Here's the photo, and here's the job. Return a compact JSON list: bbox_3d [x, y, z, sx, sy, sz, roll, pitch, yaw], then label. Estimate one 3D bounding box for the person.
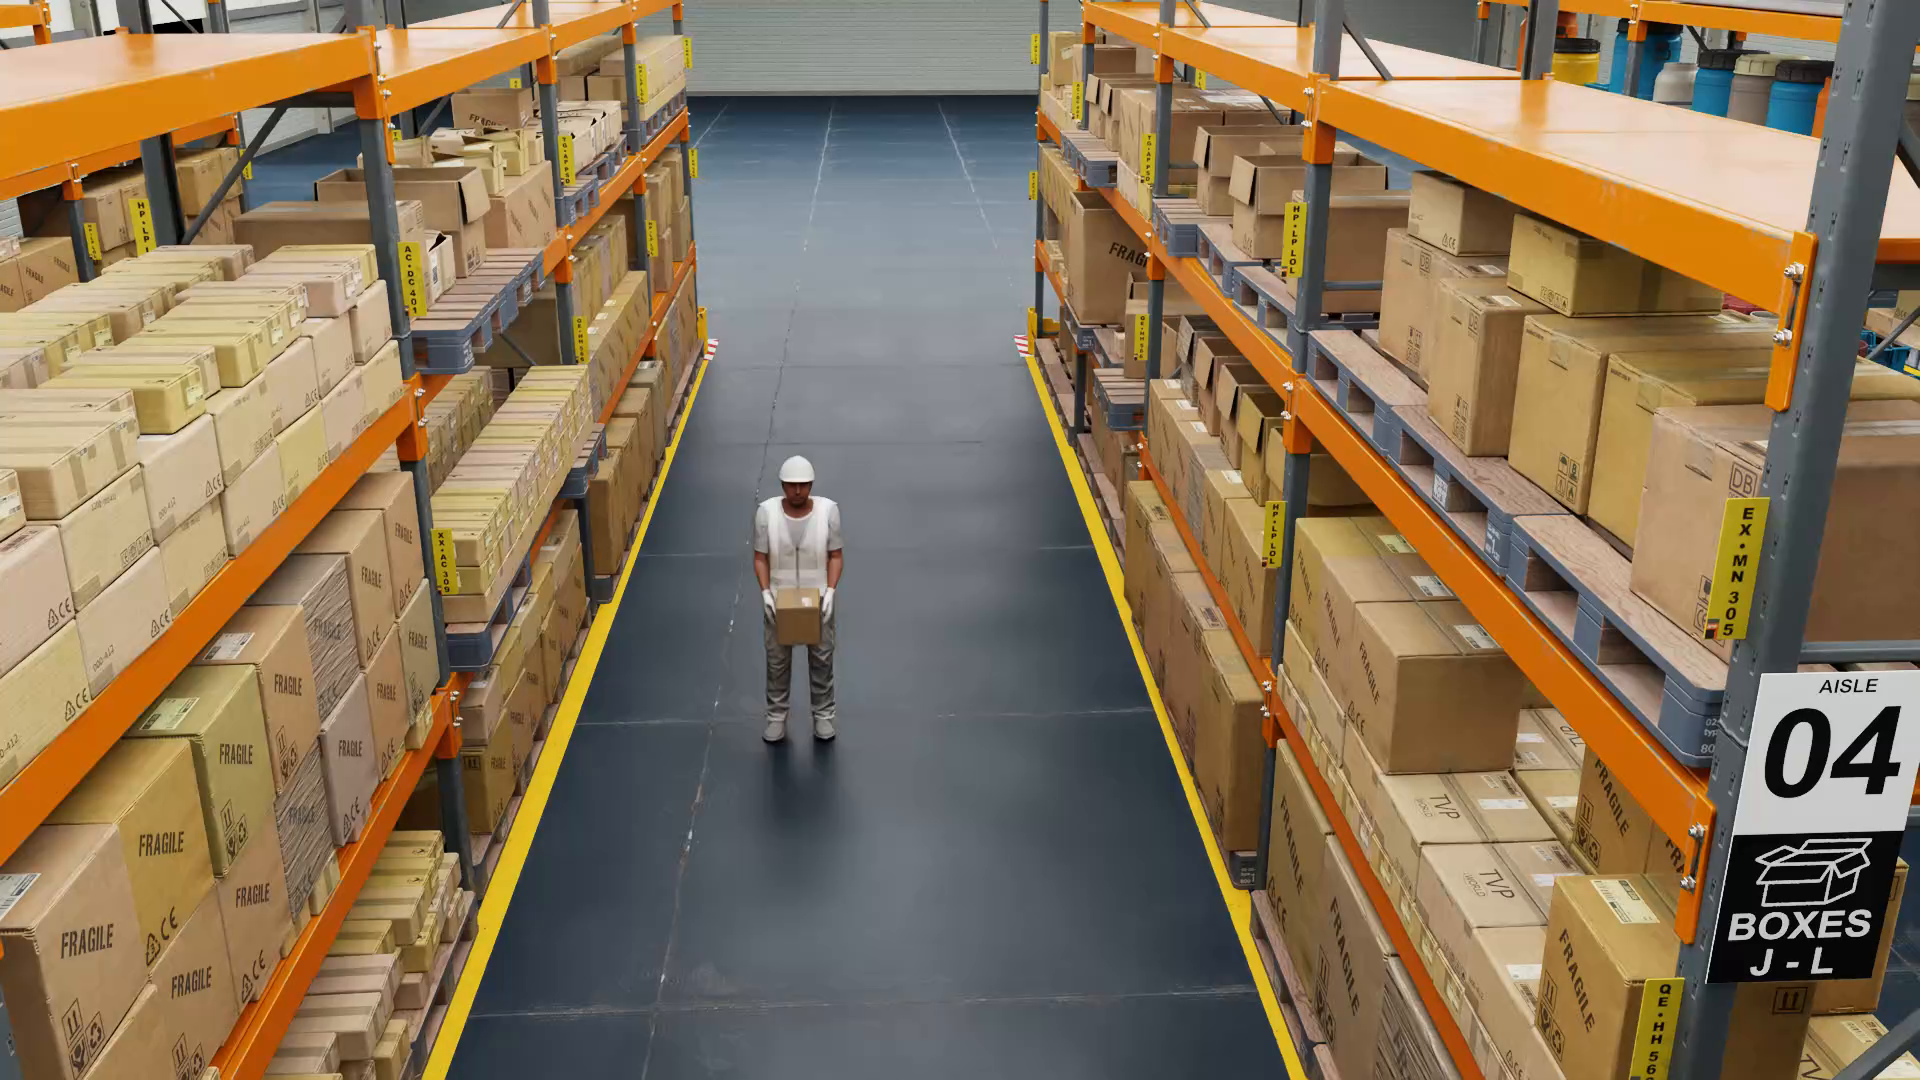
[{"bbox_3d":[-0.968,0.364,10.051,0.549,1.788,0.496,-1,20,-4],"label":"person"}]
